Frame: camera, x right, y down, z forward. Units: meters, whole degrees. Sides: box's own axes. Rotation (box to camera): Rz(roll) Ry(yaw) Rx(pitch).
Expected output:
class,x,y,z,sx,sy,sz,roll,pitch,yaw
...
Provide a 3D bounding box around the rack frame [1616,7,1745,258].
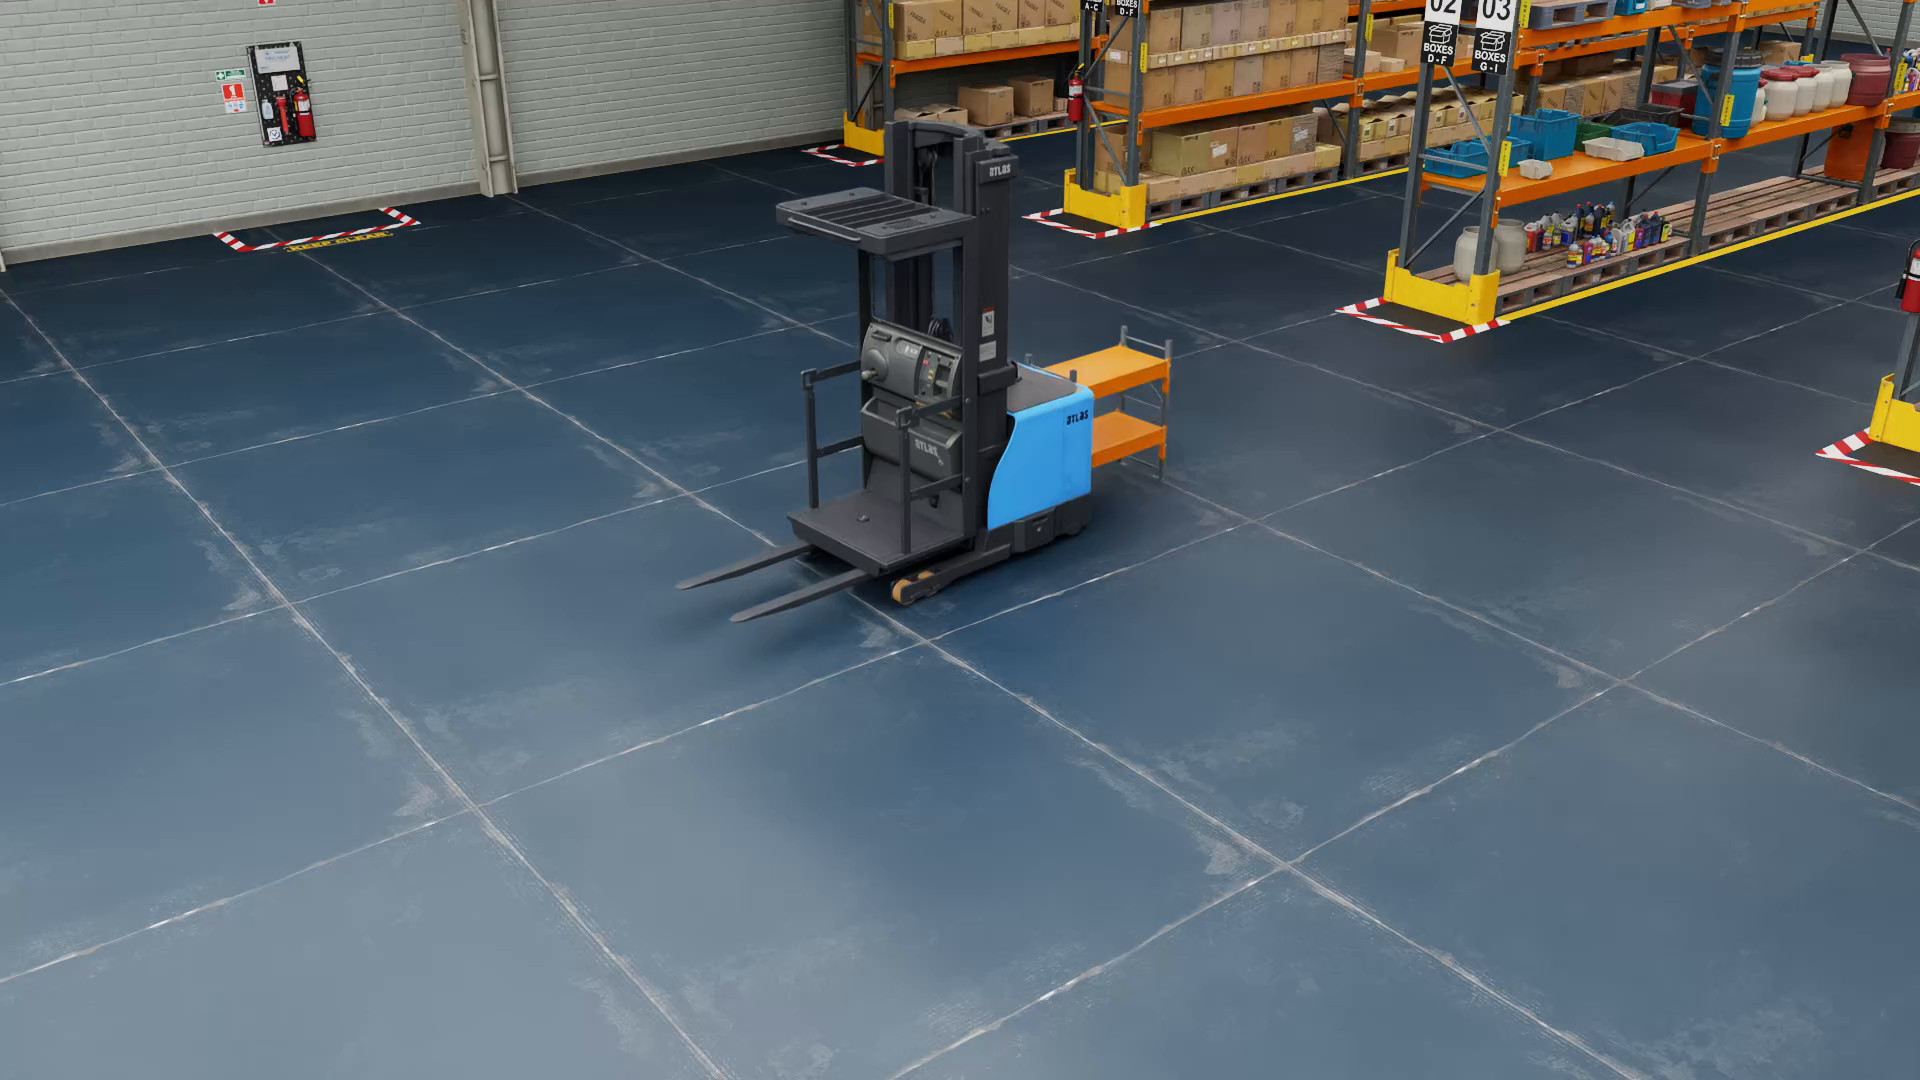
class,x,y,z,sx,sy,sz,roll,pitch,yaw
rack frame,7.981,-4.716,18.477,0.127,3.000,1.000,-18,31,-34

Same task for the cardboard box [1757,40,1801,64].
class,x,y,z,sx,sy,sz,roll,pitch,yaw
cardboard box,14.094,-8.318,28.684,0.500,0.500,0.500,-18,31,-34

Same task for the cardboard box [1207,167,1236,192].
class,x,y,z,sx,sy,sz,roll,pitch,yaw
cardboard box,3.124,-4.589,20.969,0.500,0.250,0.500,-18,31,-34

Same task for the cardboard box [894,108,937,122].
class,x,y,z,sx,sy,sz,roll,pitch,yaw
cardboard box,-0.680,-6.089,24.106,0.500,0.311,0.500,-23,33,-40

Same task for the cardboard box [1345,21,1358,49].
class,x,y,z,sx,sy,sz,roll,pitch,yaw
cardboard box,6.368,-8.626,28.955,0.750,0.750,0.750,-18,31,-34

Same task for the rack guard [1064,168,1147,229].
class,x,y,z,sx,sy,sz,roll,pitch,yaw
rack guard,1.761,-4.179,20.288,0.348,0.500,1.175,-18,31,-34

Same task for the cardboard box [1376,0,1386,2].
class,x,y,z,sx,sy,sz,roll,pitch,yaw
cardboard box,7.251,-9.535,29.133,0.250,0.149,0.380,-18,31,-34

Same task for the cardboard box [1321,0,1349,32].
class,x,y,z,sx,sy,sz,roll,pitch,yaw
cardboard box,4.582,-6.875,21.467,0.500,0.500,0.700,-18,30,-34

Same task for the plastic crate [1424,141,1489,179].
class,x,y,z,sx,sy,sz,roll,pitch,yaw
plastic crate,5.042,-3.839,16.763,0.616,0.251,0.499,-18,31,-34

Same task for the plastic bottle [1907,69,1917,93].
class,x,y,z,sx,sy,sz,roll,pitch,yaw
plastic bottle,11.955,-5.778,20.903,0.133,0.283,0.061,-18,31,-34

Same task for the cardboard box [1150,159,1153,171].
class,x,y,z,sx,sy,sz,roll,pitch,yaw
cardboard box,2.405,-4.634,21.065,0.500,0.250,0.500,-18,31,-34

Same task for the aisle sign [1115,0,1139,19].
class,x,y,z,sx,sy,sz,roll,pitch,yaw
aisle sign,1.917,-6.380,18.973,0.004,0.787,0.394,-18,31,-34

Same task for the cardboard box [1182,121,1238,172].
class,x,y,z,sx,sy,sz,roll,pitch,yaw
cardboard box,3.117,-4.933,20.820,0.500,0.500,0.500,-18,31,-34

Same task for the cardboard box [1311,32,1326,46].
class,x,y,z,sx,sy,sz,roll,pitch,yaw
cardboard box,4.445,-6.424,21.266,0.250,0.149,0.380,-19,31,-35

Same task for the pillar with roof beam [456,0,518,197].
class,x,y,z,sx,sy,sz,roll,pitch,yaw
pillar with roof beam,-3.328,-7.164,16.624,0.400,9.000,9.100,-18,31,-34

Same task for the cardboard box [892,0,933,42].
class,x,y,z,sx,sy,sz,roll,pitch,yaw
cardboard box,-0.719,-7.265,23.232,0.500,0.500,0.500,-18,31,-34

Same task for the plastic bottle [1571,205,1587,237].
class,x,y,z,sx,sy,sz,roll,pitch,yaw
plastic bottle,6.941,-3.593,18.680,0.185,0.351,0.144,-20,31,-36

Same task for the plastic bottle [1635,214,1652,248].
class,x,y,z,sx,sy,sz,roll,pitch,yaw
plastic bottle,7.501,-3.402,18.268,0.185,0.351,0.144,-20,32,-37

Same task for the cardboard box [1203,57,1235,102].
class,x,y,z,sx,sy,sz,roll,pitch,yaw
cardboard box,2.959,-5.747,20.578,0.500,0.500,0.700,-18,30,-34

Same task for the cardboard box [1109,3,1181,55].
class,x,y,z,sx,sy,sz,roll,pitch,yaw
cardboard box,2.197,-6.084,19.763,0.500,0.500,0.700,-18,30,-34

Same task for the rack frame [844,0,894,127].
class,x,y,z,sx,sy,sz,roll,pitch,yaw
rack frame,-1.280,-6.959,23.309,0.127,3.000,1.000,-18,31,-34

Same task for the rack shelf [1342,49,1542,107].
class,x,y,z,sx,sy,sz,roll,pitch,yaw
rack shelf,6.501,-6.552,23.285,4.000,0.370,1.077,-18,31,-34

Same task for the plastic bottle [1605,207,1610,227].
class,x,y,z,sx,sy,sz,roll,pitch,yaw
plastic bottle,7.288,-3.618,18.814,0.133,0.283,0.061,-18,31,-34

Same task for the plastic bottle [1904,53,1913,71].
class,x,y,z,sx,sy,sz,roll,pitch,yaw
plastic bottle,12.593,-6.322,22.089,0.097,0.271,0.097,0,25,0

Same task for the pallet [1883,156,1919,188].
class,x,y,z,sx,sy,sz,roll,pitch,yaw
pallet,12.683,-5.024,22.453,1.213,0.211,1.003,-18,31,-34

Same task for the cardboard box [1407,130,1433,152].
class,x,y,z,sx,sy,sz,roll,pitch,yaw
cardboard box,6.207,-5.592,23.131,0.500,0.250,0.500,-19,31,-36

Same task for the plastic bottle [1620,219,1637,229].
class,x,y,z,sx,sy,sz,roll,pitch,yaw
plastic bottle,7.390,-3.410,18.375,0.135,0.276,0.152,-18,31,-34

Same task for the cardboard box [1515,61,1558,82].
class,x,y,z,sx,sy,sz,roll,pitch,yaw
cardboard box,8.708,-7.140,25.255,0.500,0.250,0.500,-17,30,-32

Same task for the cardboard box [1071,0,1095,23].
class,x,y,z,sx,sy,sz,roll,pitch,yaw
cardboard box,1.686,-8.054,24.932,0.500,0.500,0.500,-18,31,-34

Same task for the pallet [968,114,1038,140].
class,x,y,z,sx,sy,sz,roll,pitch,yaw
pallet,0.400,-6.229,25.047,1.213,0.211,1.003,-18,31,-34

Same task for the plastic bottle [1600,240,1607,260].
class,x,y,z,sx,sy,sz,roll,pitch,yaw
plastic bottle,6.879,-3.116,17.830,0.097,0.201,0.097,0,25,0

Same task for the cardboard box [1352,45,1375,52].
class,x,y,z,sx,sy,sz,roll,pitch,yaw
cardboard box,5.506,-6.587,22.666,0.258,0.266,0.396,-19,31,-35

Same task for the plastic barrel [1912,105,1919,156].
class,x,y,z,sx,sy,sz,roll,pitch,yaw
plastic barrel,13.280,-5.714,22.619,0.708,0.901,0.600,-18,31,-34

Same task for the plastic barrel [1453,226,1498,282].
class,x,y,z,sx,sy,sz,roll,pitch,yaw
plastic barrel,5.304,-2.936,17.096,0.421,0.512,0.421,0,25,0

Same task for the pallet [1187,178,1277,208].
class,x,y,z,sx,sy,sz,roll,pitch,yaw
pallet,3.315,-4.582,21.500,1.213,0.211,1.003,-18,31,-34

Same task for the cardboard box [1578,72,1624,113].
class,x,y,z,sx,sy,sz,roll,pitch,yaw
cardboard box,9.823,-6.890,25.608,0.500,0.500,0.500,-19,31,-36

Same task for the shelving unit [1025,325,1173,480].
class,x,y,z,sx,sy,sz,roll,pitch,yaw
shelving unit,1.032,-0.912,12.507,1.048,1.125,0.538,-21,32,-37

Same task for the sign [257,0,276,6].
class,x,y,z,sx,sy,sz,roll,pitch,yaw
sign,-8.020,-6.322,19.183,0.199,0.298,0.001,-18,31,-34

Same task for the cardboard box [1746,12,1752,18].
class,x,y,z,sx,sy,sz,roll,pitch,yaw
cardboard box,12.588,-8.787,27.129,0.500,0.500,0.500,-18,31,-34

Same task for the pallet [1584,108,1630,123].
class,x,y,z,sx,sy,sz,roll,pitch,yaw
pallet,9.645,-6.629,25.910,1.213,0.211,1.003,-18,31,-34

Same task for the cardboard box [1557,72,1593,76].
class,x,y,z,sx,sy,sz,roll,pitch,yaw
cardboard box,9.483,-7.057,25.966,0.500,0.500,0.500,-20,31,-36

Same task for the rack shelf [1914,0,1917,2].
class,x,y,z,sx,sy,sz,roll,pitch,yaw
rack shelf,12.702,-7.309,21.355,4.000,0.370,1.077,-18,31,-34

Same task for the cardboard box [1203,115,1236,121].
class,x,y,z,sx,sy,sz,roll,pitch,yaw
cardboard box,3.190,-5.235,21.470,0.500,0.500,0.500,-18,31,-34

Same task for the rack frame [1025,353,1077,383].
class,x,y,z,sx,sy,sz,roll,pitch,yaw
rack frame,0.653,-0.770,12.200,0.032,1.125,0.500,-21,32,-37

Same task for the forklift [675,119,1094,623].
class,x,y,z,sx,sy,sz,roll,pitch,yaw
forklift,-0.483,-1.148,10.870,3.031,2.935,1.130,-21,32,-37

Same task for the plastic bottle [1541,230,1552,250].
class,x,y,z,sx,sy,sz,roll,pitch,yaw
plastic bottle,6.424,-3.286,18.196,0.097,0.201,0.097,0,25,0

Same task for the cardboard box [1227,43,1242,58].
class,x,y,z,sx,sy,sz,roll,pitch,yaw
cardboard box,3.234,-6.025,20.406,0.250,0.149,0.380,-19,31,-35

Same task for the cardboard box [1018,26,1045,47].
class,x,y,z,sx,sy,sz,roll,pitch,yaw
cardboard box,0.898,-7.454,24.529,0.500,0.250,0.500,-18,31,-34

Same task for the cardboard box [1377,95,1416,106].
class,x,y,z,sx,sy,sz,roll,pitch,yaw
cardboard box,6.266,-6.152,23.670,0.500,0.311,0.500,-19,31,-35

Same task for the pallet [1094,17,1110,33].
class,x,y,z,sx,sy,sz,roll,pitch,yaw
pallet,2.559,-8.062,25.913,1.213,0.211,1.003,-18,31,-34

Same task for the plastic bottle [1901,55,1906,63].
class,x,y,z,sx,sy,sz,roll,pitch,yaw
plastic bottle,12.484,-6.387,22.134,0.185,0.351,0.144,-18,31,-34

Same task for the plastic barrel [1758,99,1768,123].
class,x,y,z,sx,sy,sz,roll,pitch,yaw
plastic barrel,9.117,-4.947,19.137,0.301,0.262,0.301,0,25,0

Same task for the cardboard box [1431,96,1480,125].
class,x,y,z,sx,sy,sz,roll,pitch,yaw
cardboard box,7.011,-6.110,23.581,0.500,0.311,0.500,-18,31,-34

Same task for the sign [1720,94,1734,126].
class,x,y,z,sx,sy,sz,roll,pitch,yaw
sign,8.312,-4.657,18.020,0.005,0.325,0.100,-18,31,-34
